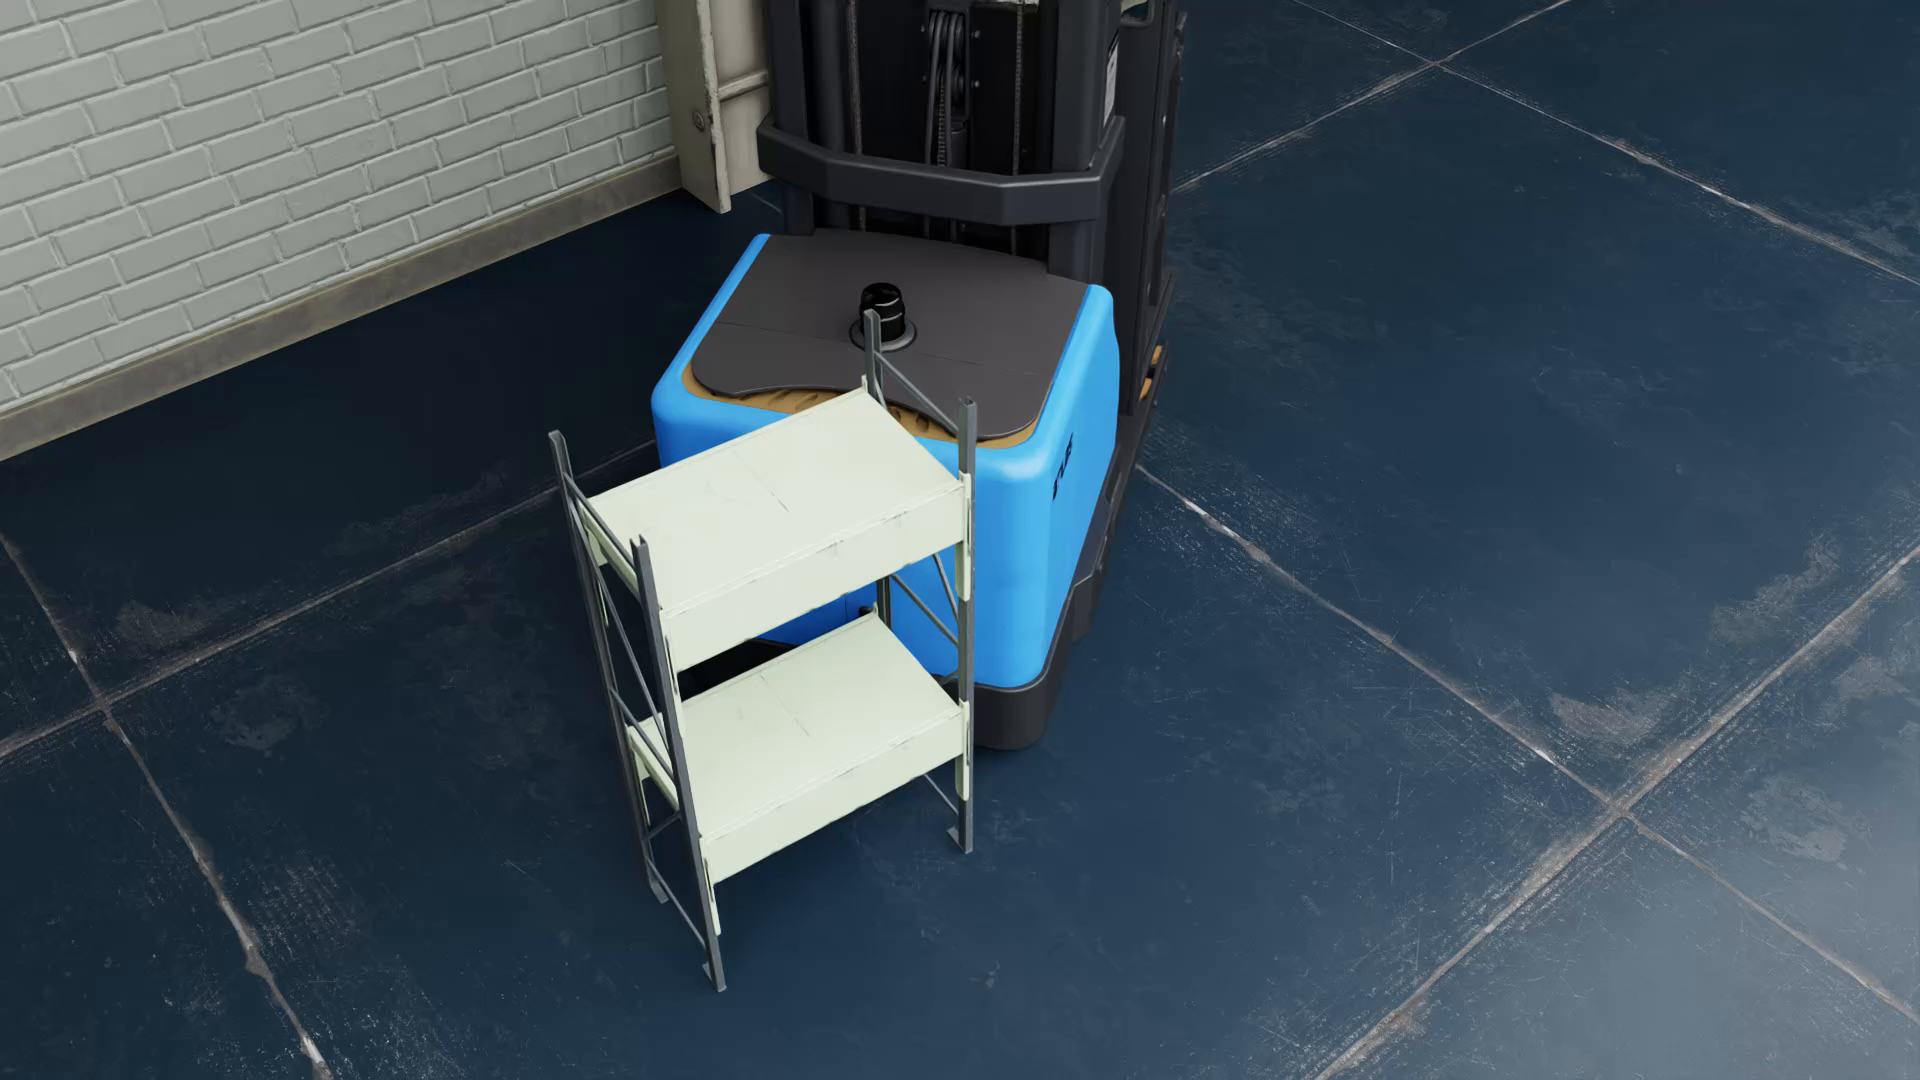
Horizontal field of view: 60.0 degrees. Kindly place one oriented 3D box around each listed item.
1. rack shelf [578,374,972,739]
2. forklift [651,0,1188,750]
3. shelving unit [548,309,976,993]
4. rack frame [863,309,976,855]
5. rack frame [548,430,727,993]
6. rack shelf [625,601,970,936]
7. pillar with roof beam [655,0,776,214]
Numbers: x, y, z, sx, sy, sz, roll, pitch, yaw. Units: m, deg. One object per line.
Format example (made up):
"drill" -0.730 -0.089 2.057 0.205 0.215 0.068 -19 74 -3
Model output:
"rack shelf" -0.391 0.020 3.563 0.720 0.370 0.431 -25 49 -24
"forklift" 0.102 -1.520 4.727 1.130 2.935 3.031 11 44 11
"shelving unit" -0.391 0.304 3.831 0.755 1.500 0.431 -25 49 -24
"rack frame" -0.088 0.163 3.981 0.023 1.500 0.400 -25 49 -24
"rack frame" -0.693 0.445 3.681 0.023 1.500 0.400 -25 49 -24
"rack shelf" -0.391 0.542 4.054 0.720 0.370 0.431 -25 49 -24
"pillar with roof beam" 1.859 -2.487 1.325 0.400 9.000 9.100 -30 51 -28
